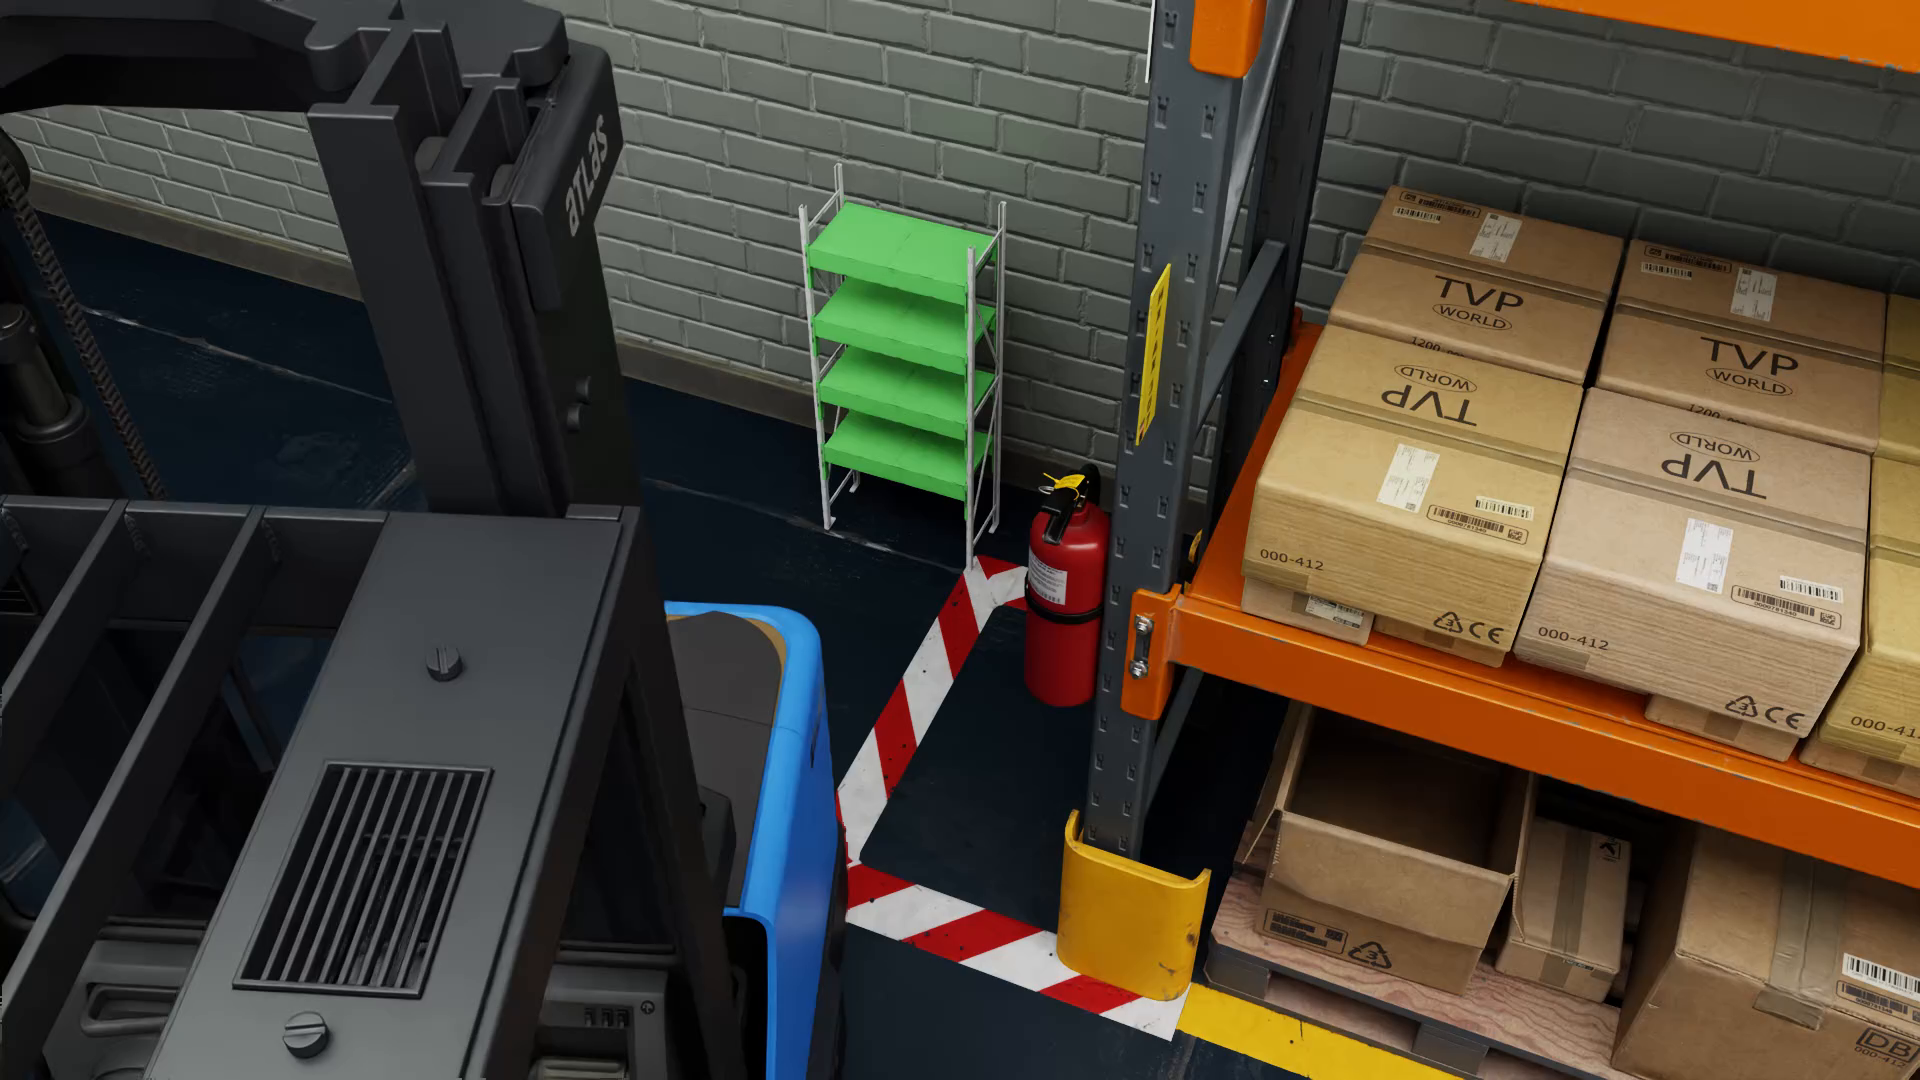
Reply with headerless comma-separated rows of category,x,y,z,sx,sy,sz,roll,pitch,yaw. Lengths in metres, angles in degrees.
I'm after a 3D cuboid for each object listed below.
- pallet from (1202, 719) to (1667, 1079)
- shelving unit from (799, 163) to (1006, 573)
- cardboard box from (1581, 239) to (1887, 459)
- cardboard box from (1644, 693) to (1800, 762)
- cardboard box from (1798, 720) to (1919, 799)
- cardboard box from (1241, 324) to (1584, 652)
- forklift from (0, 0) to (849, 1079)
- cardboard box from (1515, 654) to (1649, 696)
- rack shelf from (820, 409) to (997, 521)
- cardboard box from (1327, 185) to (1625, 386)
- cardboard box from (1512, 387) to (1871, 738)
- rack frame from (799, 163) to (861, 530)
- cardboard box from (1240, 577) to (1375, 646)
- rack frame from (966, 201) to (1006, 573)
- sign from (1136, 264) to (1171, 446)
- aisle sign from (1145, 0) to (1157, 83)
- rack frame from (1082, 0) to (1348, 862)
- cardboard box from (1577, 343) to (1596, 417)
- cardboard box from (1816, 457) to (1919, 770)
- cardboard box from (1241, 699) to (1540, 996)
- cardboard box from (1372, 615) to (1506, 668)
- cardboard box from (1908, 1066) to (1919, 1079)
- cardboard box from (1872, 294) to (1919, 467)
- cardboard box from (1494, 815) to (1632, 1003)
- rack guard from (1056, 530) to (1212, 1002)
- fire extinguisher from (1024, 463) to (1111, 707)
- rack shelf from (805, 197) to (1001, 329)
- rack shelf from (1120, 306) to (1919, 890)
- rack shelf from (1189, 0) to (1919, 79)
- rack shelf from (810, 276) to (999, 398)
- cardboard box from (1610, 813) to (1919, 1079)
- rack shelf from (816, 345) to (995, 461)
pallet,1.343,0.868,4.228,1.213,0.211,1.003,16,47,16
shelving unit,-0.153,-0.470,4.872,0.503,1.200,0.258,16,47,16
cardboard box,1.539,-0.317,3.337,0.500,0.250,0.500,17,47,16
cardboard box,1.453,0.196,3.105,0.250,0.149,0.380,18,48,17
cardboard box,1.700,0.264,3.036,0.250,0.149,0.380,17,47,16
cardboard box,0.852,-0.111,3.130,0.500,0.250,0.500,17,47,16
forklift,-0.895,0.884,2.283,1.130,2.935,3.031,2,45,2
cardboard box,1.243,0.087,3.214,0.250,0.149,0.380,16,47,15
rack shelf,-0.153,-0.255,5.086,0.480,0.148,0.258,16,47,16
cardboard box,1.064,-0.457,3.478,0.500,0.250,0.500,18,48,17
cardboard box,1.317,0.026,2.993,0.500,0.250,0.500,17,47,16
rack frame,-0.378,-0.537,4.939,0.015,1.200,0.240,16,47,16
cardboard box,0.735,0.000,3.302,0.250,0.149,0.380,16,47,16
rack frame,0.072,-0.404,4.805,0.015,1.200,0.240,16,47,16
sign,0.328,-0.311,2.822,0.005,0.325,0.100,16,47,16
aisle sign,0.361,-1.106,2.392,0.004,0.787,0.394,16,47,16
rack frame,0.537,-0.357,3.482,0.127,3.000,1.000,16,47,16
cardboard box,1.434,-0.228,3.530,0.250,0.149,0.380,15,47,15
cardboard box,1.786,0.161,2.857,0.500,0.250,0.500,16,47,15
cardboard box,1.065,0.607,3.986,0.637,0.503,0.797,15,47,14
cardboard box,0.987,0.039,3.263,0.250,0.149,0.380,17,47,17
cardboard box,2.288,1.074,3.519,0.500,0.500,0.500,17,47,17
cardboard box,1.994,-0.179,3.199,0.500,0.250,0.500,18,48,17
cardboard box,1.442,0.873,3.969,0.250,0.149,0.380,15,47,14
rack guard,0.607,0.549,4.343,0.348,0.500,1.175,16,47,16
fire extinguisher,0.223,0.063,3.379,0.183,0.674,0.296,16,47,16
rack shelf,-0.153,-0.765,4.579,0.480,0.148,0.258,16,47,16
rack shelf,2.383,0.441,3.190,4.000,0.370,1.077,16,47,16
rack shelf,2.383,-0.622,2.132,4.000,0.370,1.077,16,47,16
rack shelf,-0.153,-0.595,4.748,0.480,0.148,0.258,16,47,16
cardboard box,1.839,0.865,3.728,0.500,0.500,0.700,18,48,17
rack shelf,-0.153,-0.425,4.917,0.480,0.148,0.258,16,47,16
